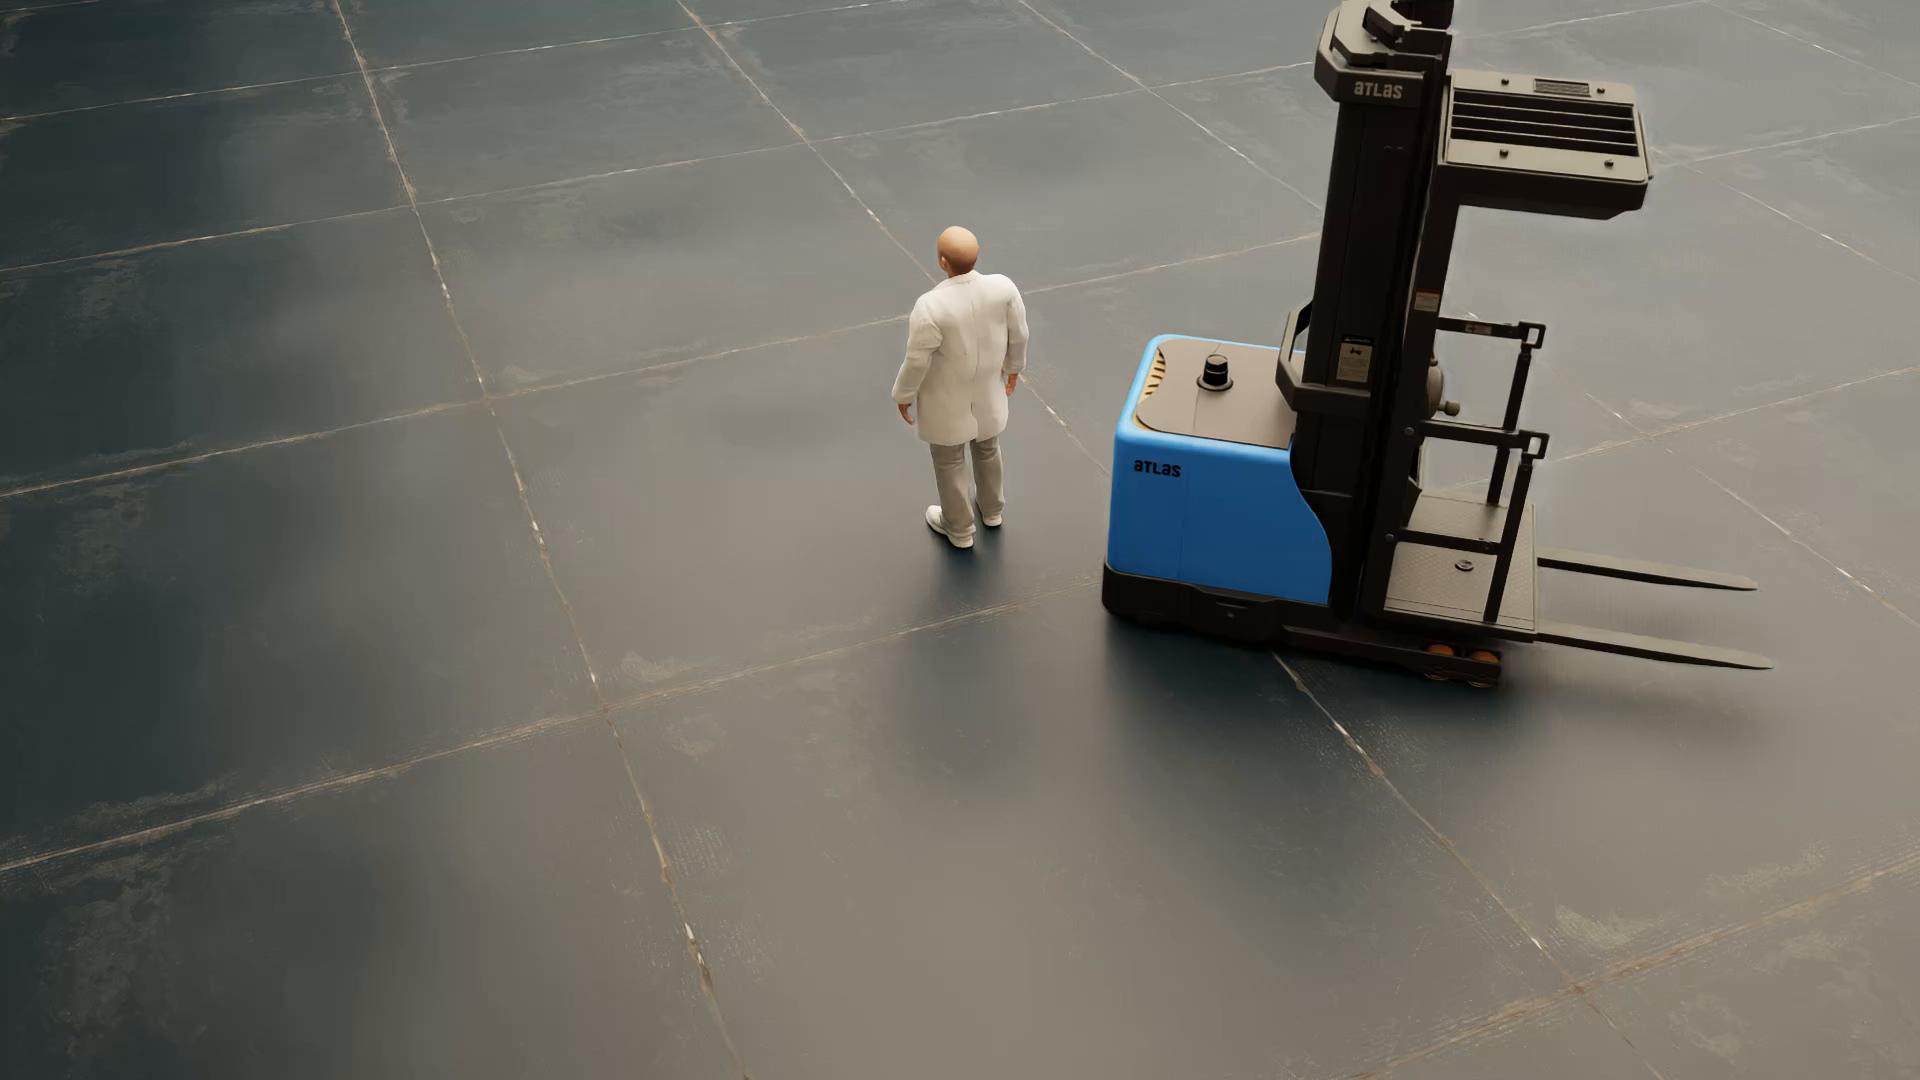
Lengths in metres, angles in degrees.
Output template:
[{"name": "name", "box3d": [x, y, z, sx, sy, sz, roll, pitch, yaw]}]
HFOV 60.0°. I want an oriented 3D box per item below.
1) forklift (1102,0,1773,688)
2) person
[{"name": "forklift", "box3d": [2.264, -0.857, 7.304, 3.031, 2.935, 1.130, 9, 36, 12]}, {"name": "person", "box3d": [-0.032, -0.780, 8.177, 0.698, 1.777, 0.580, -14, 38, -19]}]
